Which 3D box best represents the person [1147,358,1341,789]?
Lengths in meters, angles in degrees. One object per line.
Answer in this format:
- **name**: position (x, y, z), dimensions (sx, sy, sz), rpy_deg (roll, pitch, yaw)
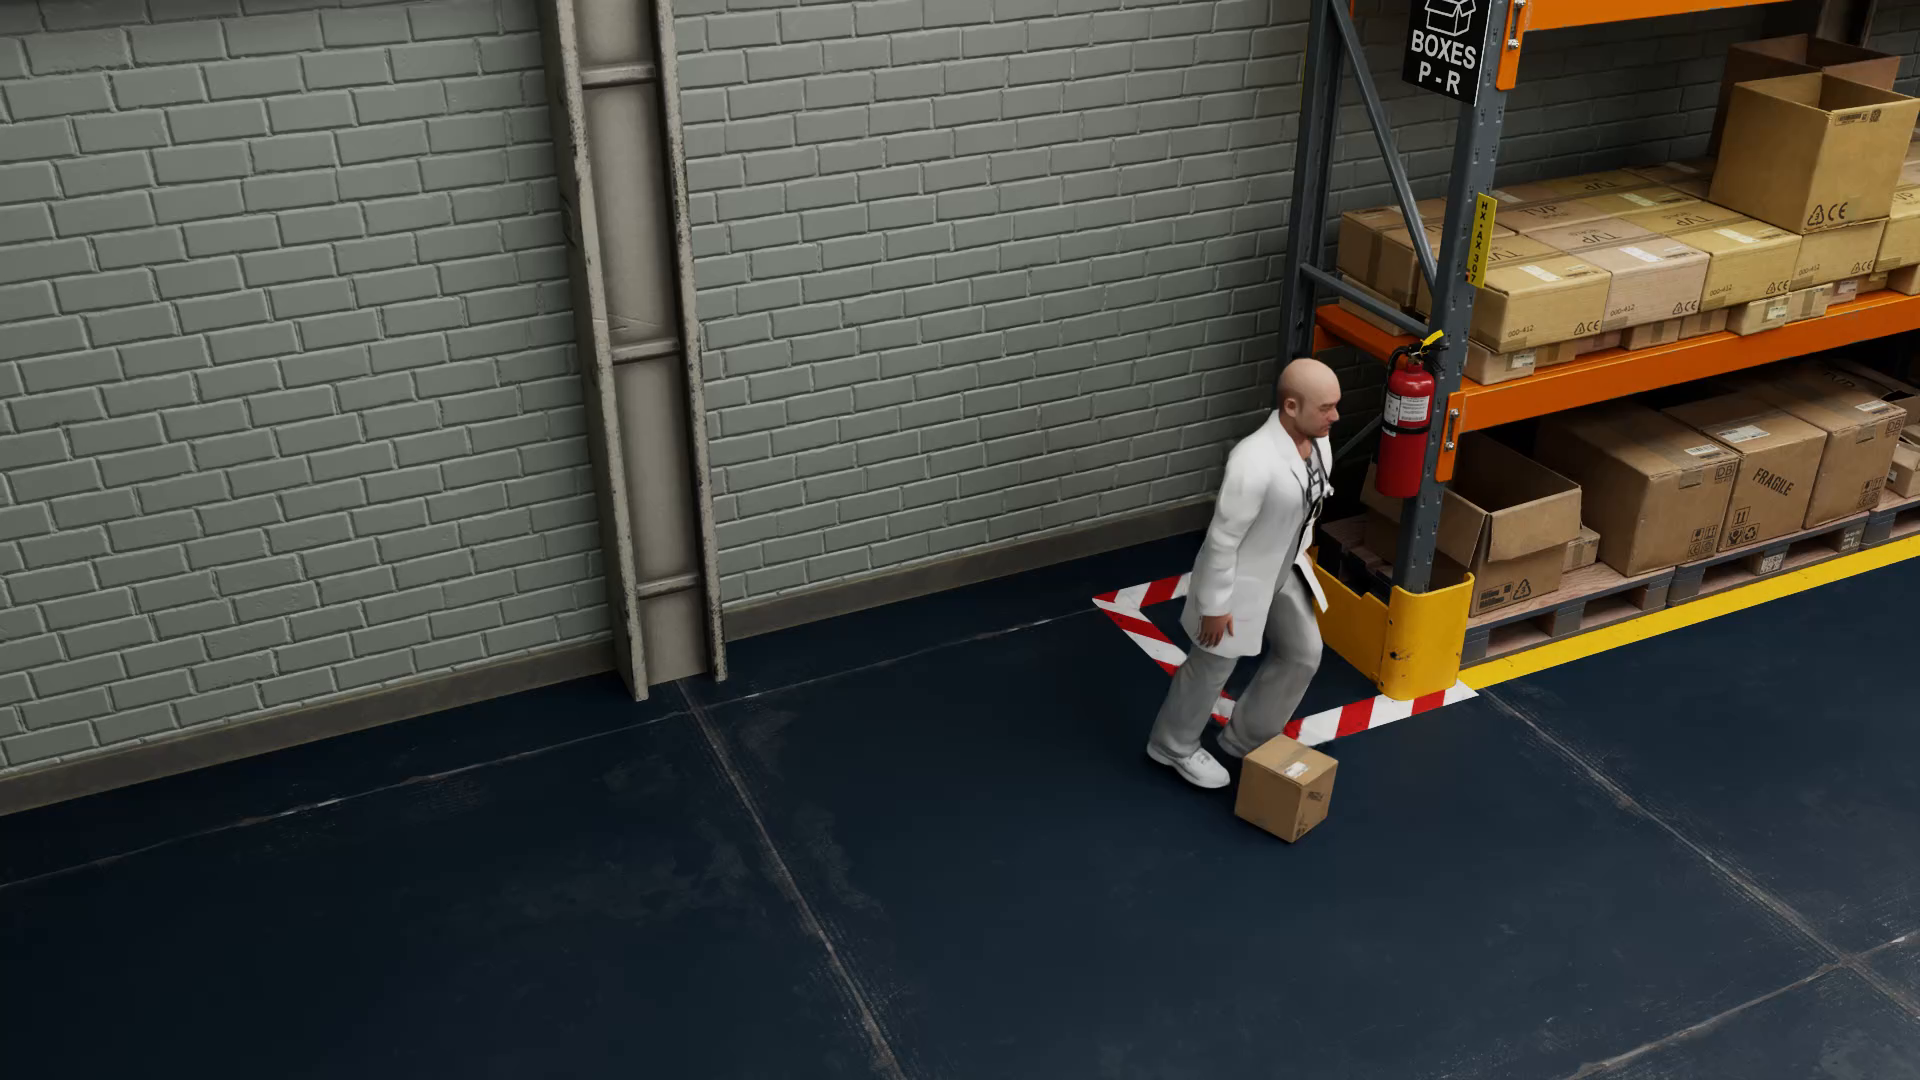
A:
- **person**: position (0.999, 0.216, 5.943), dimensions (0.606, 1.588, 0.634), rpy_deg (22, 36, 34)
